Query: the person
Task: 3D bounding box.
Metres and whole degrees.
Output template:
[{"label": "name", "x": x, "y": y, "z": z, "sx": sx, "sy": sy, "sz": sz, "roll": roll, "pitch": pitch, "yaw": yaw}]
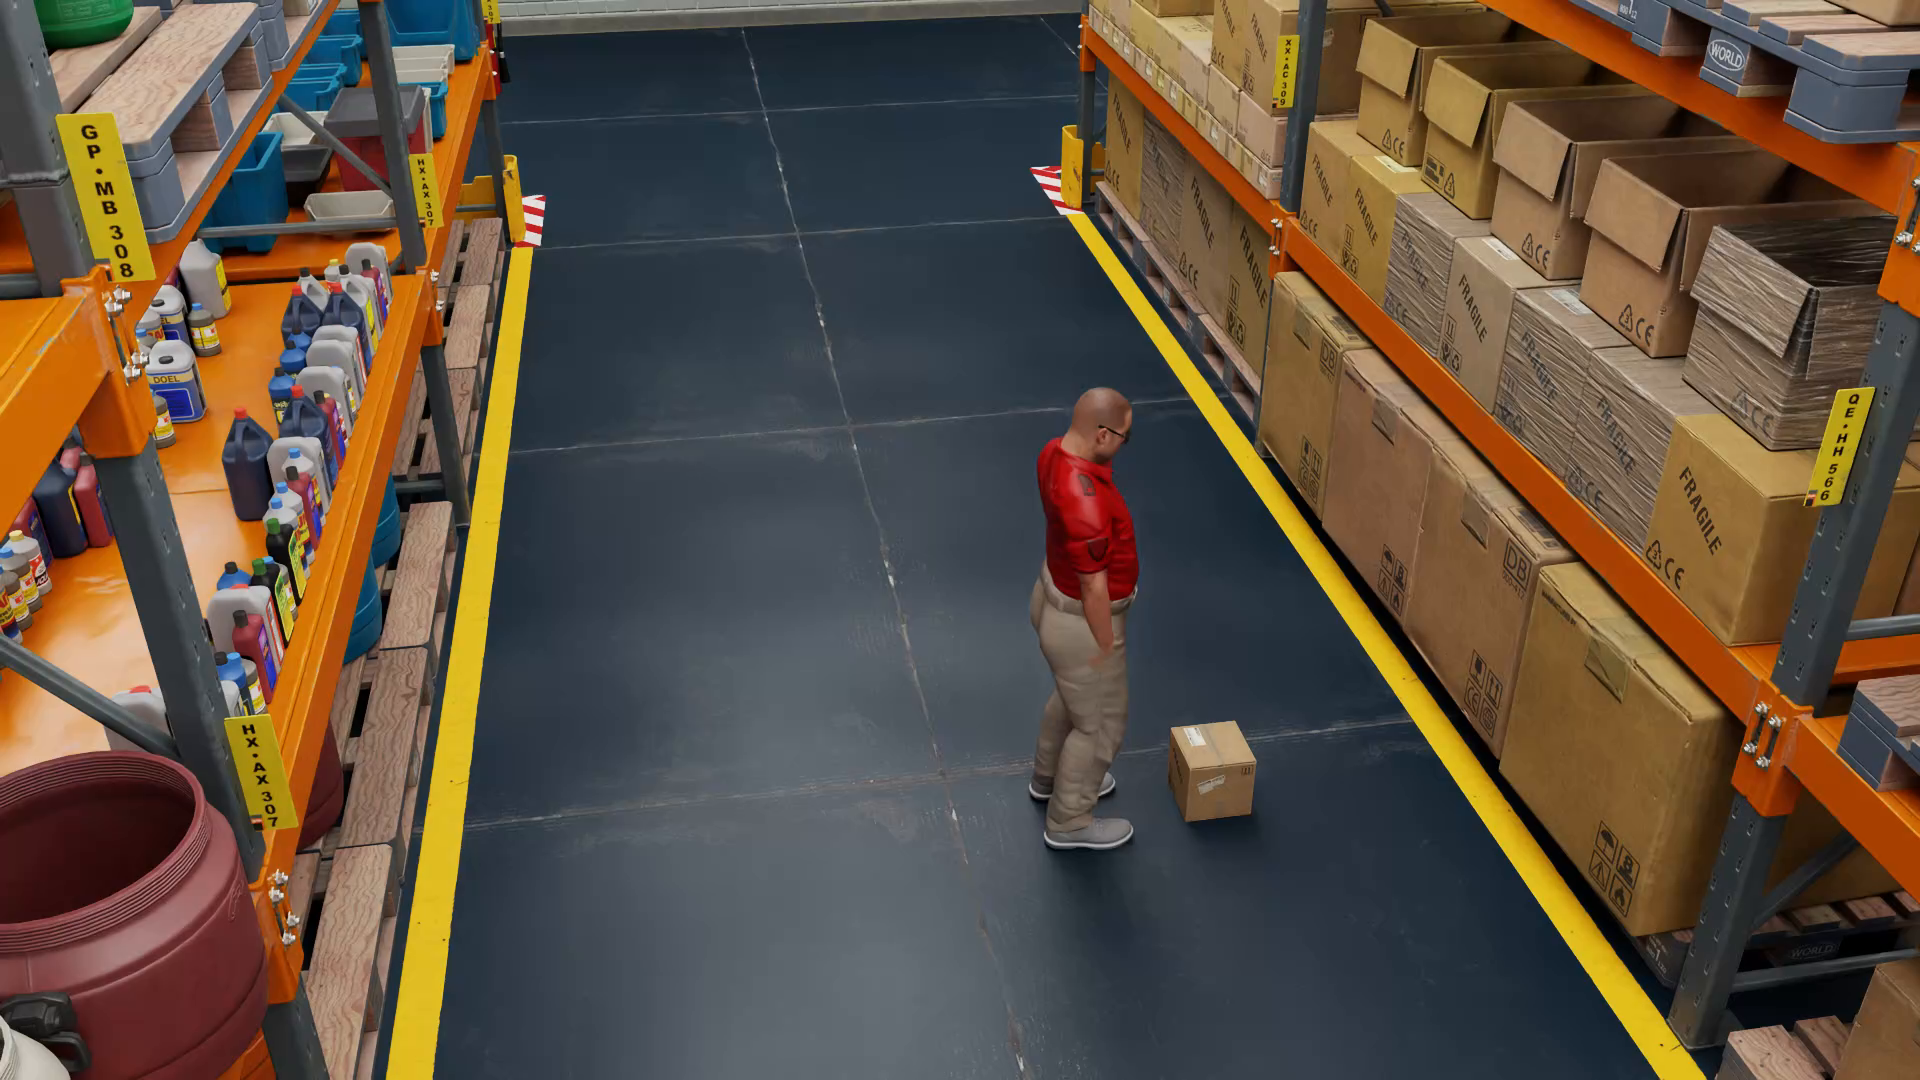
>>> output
[{"label": "person", "x": 0.434, "y": 0.265, "z": 5.727, "sx": 0.336, "sy": 1.707, "sz": 0.536, "roll": -5, "pitch": 31, "yaw": -8}]
